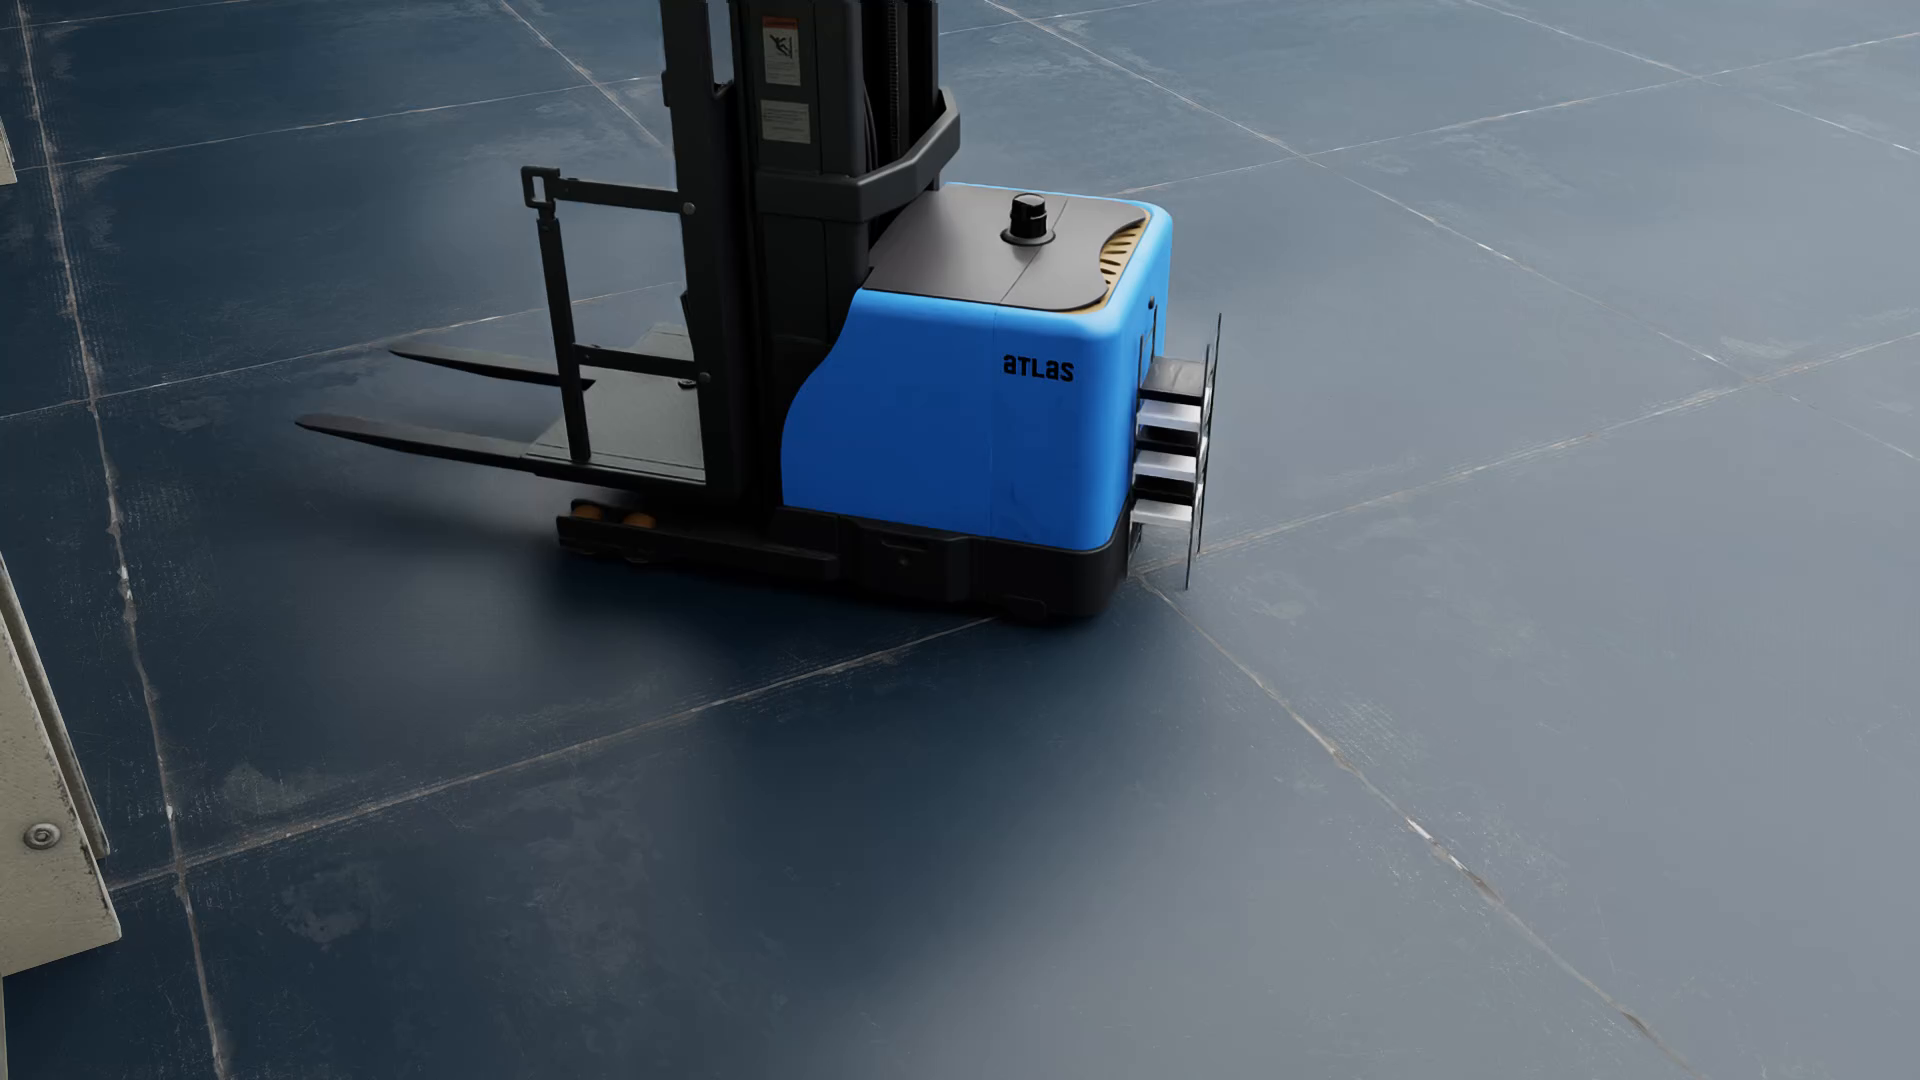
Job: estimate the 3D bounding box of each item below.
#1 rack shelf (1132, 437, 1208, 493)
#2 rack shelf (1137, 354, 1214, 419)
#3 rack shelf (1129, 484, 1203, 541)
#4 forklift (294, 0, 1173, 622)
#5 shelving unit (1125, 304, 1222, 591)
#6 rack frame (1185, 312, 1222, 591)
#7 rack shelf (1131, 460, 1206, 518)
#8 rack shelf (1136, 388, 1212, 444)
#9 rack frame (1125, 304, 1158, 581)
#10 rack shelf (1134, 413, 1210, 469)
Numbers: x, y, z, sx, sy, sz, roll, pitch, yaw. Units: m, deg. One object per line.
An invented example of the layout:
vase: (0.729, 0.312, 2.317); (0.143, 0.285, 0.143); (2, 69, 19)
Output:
rack shelf: (0.683, -0.259, 5.382); (0.200, 0.077, 0.258); (9, 34, 14)
rack shelf: (0.683, -0.487, 5.237); (0.200, 0.077, 0.258); (9, 34, 14)
rack shelf: (0.683, -0.108, 5.479); (0.200, 0.077, 0.258); (9, 34, 14)
forklift: (-0.860, -1.417, 5.245); (3.031, 2.935, 1.130); (9, 34, 14)
shelving unit: (0.683, -0.287, 5.364); (0.210, 0.900, 0.258); (9, 34, 14)
rack frame: (0.781, -0.271, 5.340); (0.006, 0.900, 0.240); (9, 34, 14)
rack shelf: (0.683, -0.184, 5.431); (0.200, 0.077, 0.258); (9, 34, 14)
rack shelf: (0.683, -0.411, 5.285); (0.200, 0.077, 0.258); (9, 34, 14)
rack frame: (0.586, -0.303, 5.389); (0.006, 0.900, 0.240); (9, 34, 14)
rack shelf: (0.683, -0.335, 5.334); (0.200, 0.077, 0.258); (9, 34, 14)
